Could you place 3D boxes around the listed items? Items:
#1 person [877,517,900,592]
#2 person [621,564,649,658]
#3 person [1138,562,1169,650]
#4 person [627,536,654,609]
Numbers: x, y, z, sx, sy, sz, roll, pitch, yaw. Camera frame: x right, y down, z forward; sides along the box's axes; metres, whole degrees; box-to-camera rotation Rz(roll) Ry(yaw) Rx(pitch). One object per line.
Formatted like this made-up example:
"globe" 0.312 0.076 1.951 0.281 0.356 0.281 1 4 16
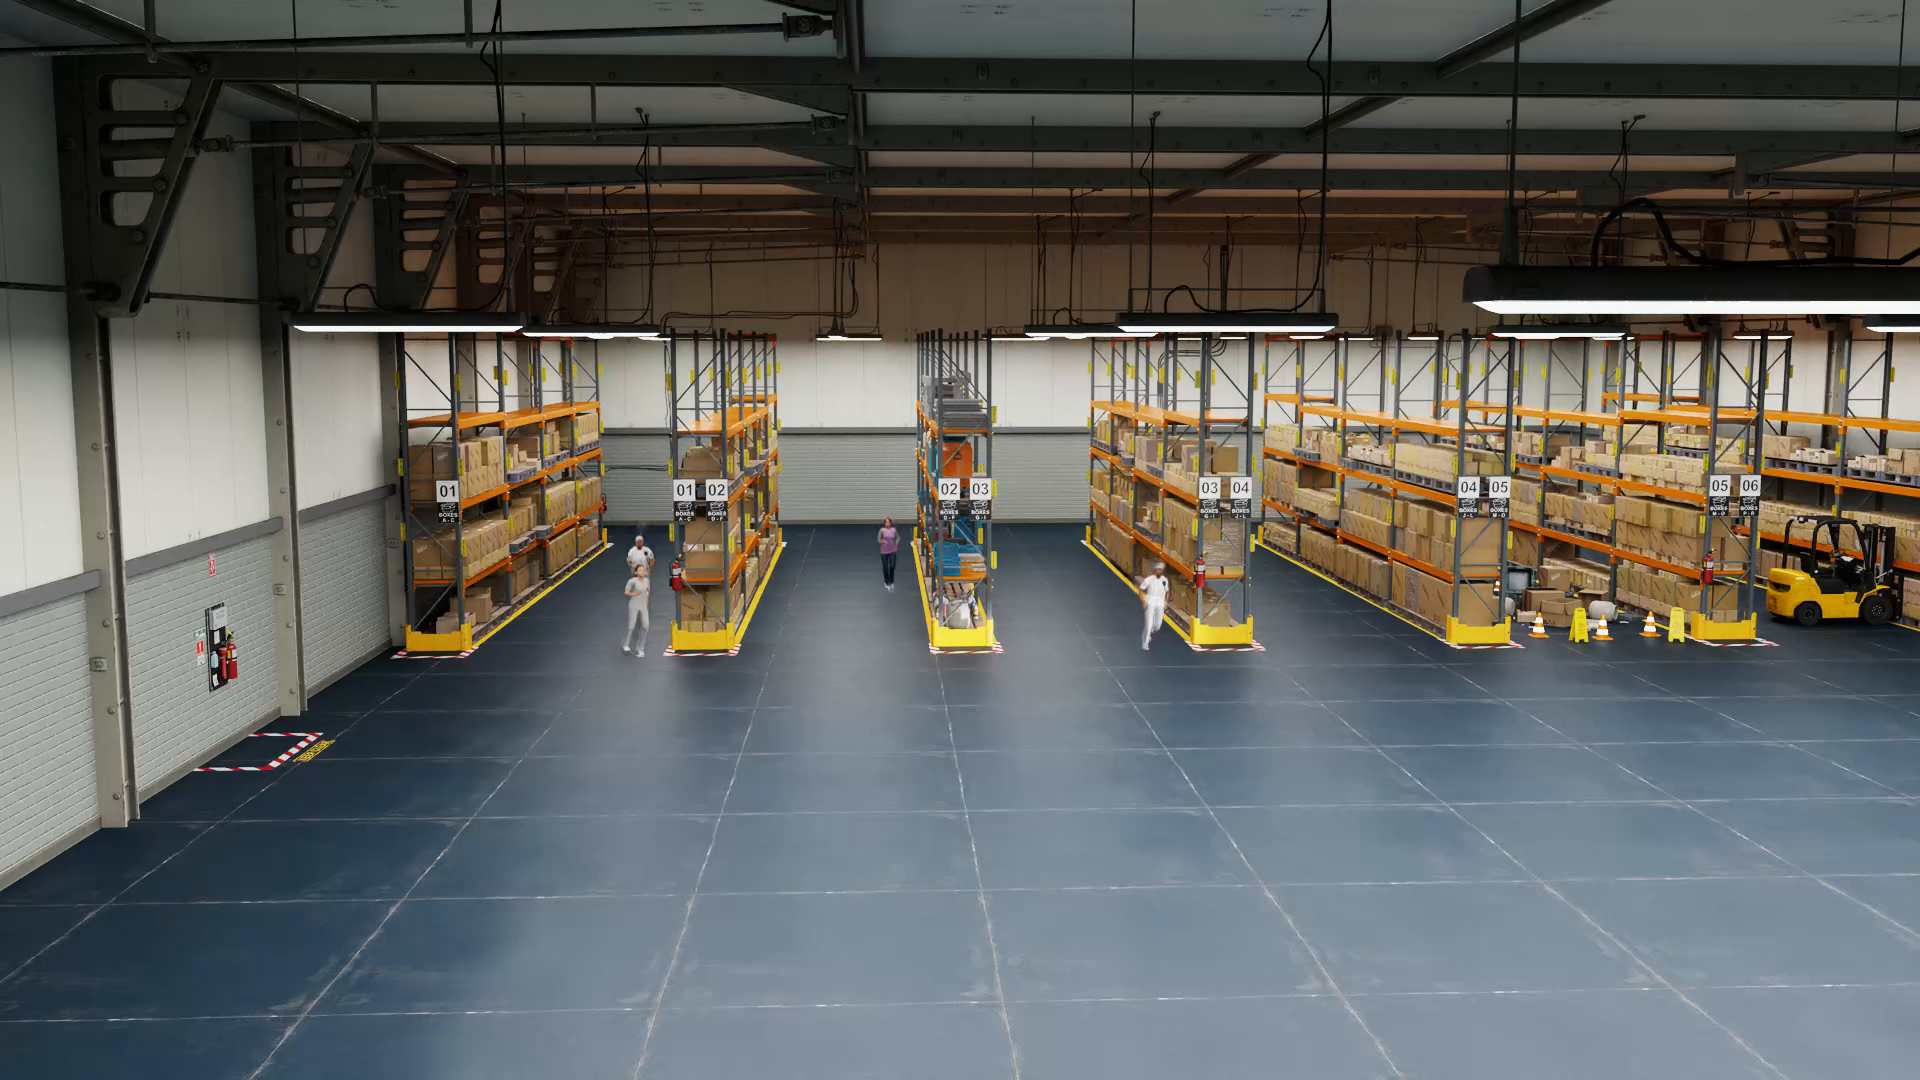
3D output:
"person" -1.574 0.325 36.769 0.515 1.657 0.633 -1 7 -6
"person" -5.946 1.290 30.690 0.569 1.724 0.743 -5 8 -34
"person" 3.666 1.227 31.459 0.619 1.648 0.535 -2 7 -13
"person" -6.823 0.729 35.562 0.581 1.622 0.536 -1 7 -11
